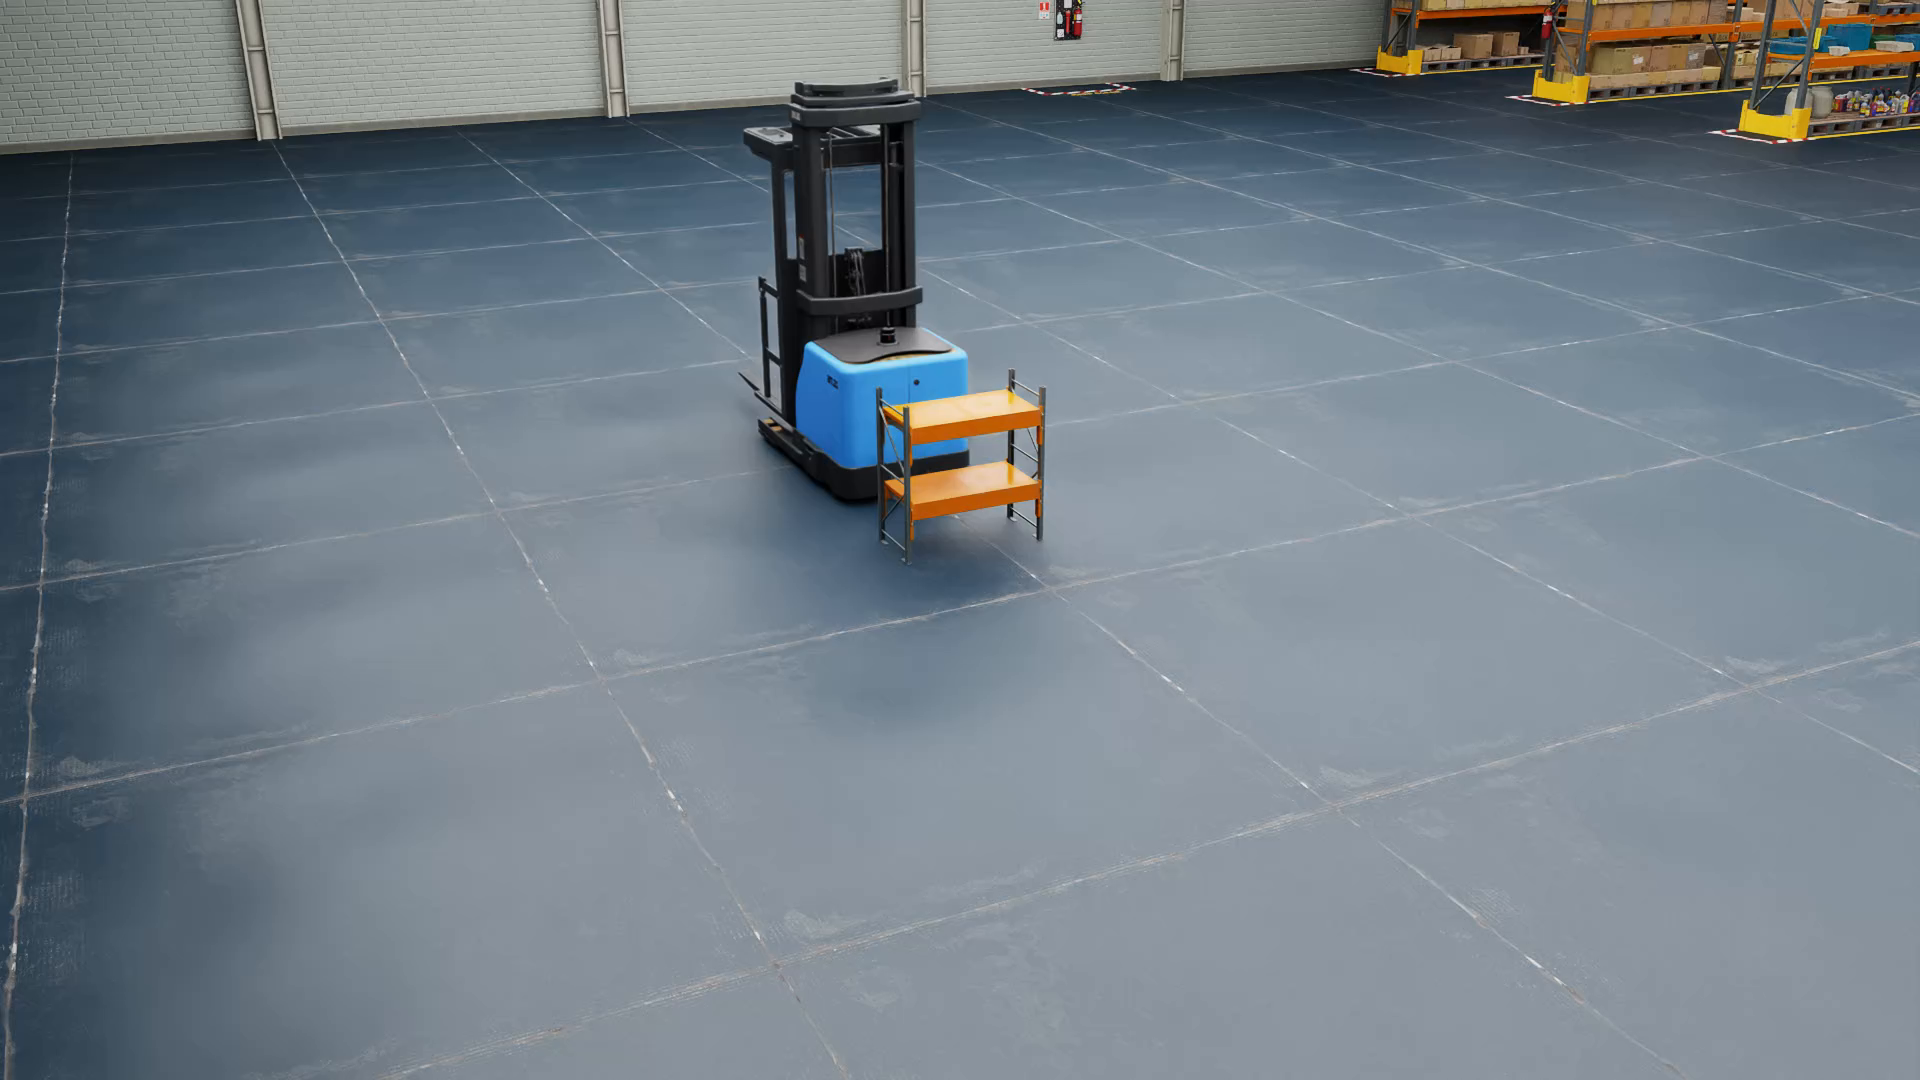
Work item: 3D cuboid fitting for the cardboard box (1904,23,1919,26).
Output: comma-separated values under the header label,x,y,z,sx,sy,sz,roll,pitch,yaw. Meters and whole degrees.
label,x,y,z,sx,sy,sz,roll,pitch,yaw
cardboard box,21.170,-11.288,36.811,0.500,0.250,0.500,-10,25,-24

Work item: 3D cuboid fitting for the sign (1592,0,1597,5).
label,x,y,z,sx,sy,sz,roll,pitch,yaw
sign,12.035,-10.309,31.498,0.005,0.325,0.100,-10,25,-24

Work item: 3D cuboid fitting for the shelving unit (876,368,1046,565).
label,x,y,z,sx,sy,sz,roll,pitch,yaw
shelving unit,0.006,-0.521,11.538,1.048,1.125,0.538,-10,25,-24

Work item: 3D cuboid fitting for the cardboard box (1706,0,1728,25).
label,x,y,z,sx,sy,sz,roll,pitch,yaw
cardboard box,15.007,-10.699,33.544,0.500,0.500,0.700,-11,25,-25

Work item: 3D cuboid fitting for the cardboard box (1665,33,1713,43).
label,x,y,z,sx,sy,sz,roll,pitch,yaw
cardboard box,17.576,-12.376,39.988,0.750,0.750,0.750,-11,25,-24

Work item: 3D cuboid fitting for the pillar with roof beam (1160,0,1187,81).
label,x,y,z,sx,sy,sz,roll,pitch,yaw
pillar with roof beam,6.364,-12.479,30.131,0.400,9.000,9.100,-10,25,-24

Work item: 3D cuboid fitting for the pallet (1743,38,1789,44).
label,x,y,z,sx,sy,sz,roll,pitch,yaw
pallet,19.798,-12.320,41.236,1.213,0.211,1.003,-10,25,-24

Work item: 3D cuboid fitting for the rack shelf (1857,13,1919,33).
label,x,y,z,sx,sy,sz,roll,pitch,yaw
rack shelf,20.810,-11.391,36.288,4.000,0.370,1.077,-10,25,-24

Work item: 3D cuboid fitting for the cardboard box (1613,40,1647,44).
label,x,y,z,sx,sy,sz,roll,pitch,yaw
cardboard box,13.500,-9.780,33.520,0.500,0.500,0.500,-10,25,-24

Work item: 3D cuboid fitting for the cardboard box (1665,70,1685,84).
label,x,y,z,sx,sy,sz,roll,pitch,yaw
cardboard box,14.182,-9.332,33.419,0.500,0.250,0.500,-10,25,-24

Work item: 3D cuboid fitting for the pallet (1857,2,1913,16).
label,x,y,z,sx,sy,sz,roll,pitch,yaw
pallet,19.589,-11.440,35.716,1.003,0.211,1.213,-10,25,-24

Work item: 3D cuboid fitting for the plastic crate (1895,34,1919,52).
label,x,y,z,sx,sy,sz,roll,pitch,yaw
plastic crate,16.669,-8.675,28.980,0.616,0.251,0.499,-10,25,-24

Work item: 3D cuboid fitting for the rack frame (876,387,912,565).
label,x,y,z,sx,sy,sz,roll,pitch,yaw
rack frame,-0.452,-0.437,11.334,0.032,1.125,0.500,-10,25,-24

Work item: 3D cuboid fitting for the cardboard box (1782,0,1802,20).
label,x,y,z,sx,sy,sz,roll,pitch,yaw
cardboard box,17.029,-11.067,34.433,0.500,0.500,0.500,-10,25,-24

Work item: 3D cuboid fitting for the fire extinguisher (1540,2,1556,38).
label,x,y,z,sx,sy,sz,roll,pitch,yaw
fire extinguisher,11.492,-10.170,32.498,0.183,0.674,0.296,-10,25,-24

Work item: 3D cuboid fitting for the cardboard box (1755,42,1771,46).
label,x,y,z,sx,sy,sz,roll,pitch,yaw
cardboard box,17.016,-10.330,35.096,0.500,0.311,0.500,-11,25,-24

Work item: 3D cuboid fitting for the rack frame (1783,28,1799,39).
label,x,y,z,sx,sy,sz,roll,pitch,yaw
rack frame,20.461,-13.762,41.075,0.127,3.000,1.000,-10,25,-24

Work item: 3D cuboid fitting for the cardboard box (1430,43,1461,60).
label,x,y,z,sx,sy,sz,roll,pitch,yaw
cardboard box,10.824,-10.911,37.127,0.500,0.311,0.500,-8,24,-19

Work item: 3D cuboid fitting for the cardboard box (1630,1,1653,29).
label,x,y,z,sx,sy,sz,roll,pitch,yaw
cardboard box,13.147,-10.353,32.709,0.500,0.500,0.700,-10,25,-23

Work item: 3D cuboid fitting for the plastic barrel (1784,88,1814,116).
label,x,y,z,sx,sy,sz,roll,pitch,yaw
plastic barrel,14.505,-7.537,28.741,0.421,0.512,0.421,0,22,0

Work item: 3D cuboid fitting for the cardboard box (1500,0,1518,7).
label,x,y,z,sx,sy,sz,roll,pitch,yaw
cardboard box,12.058,-12.024,37.045,0.500,0.250,0.500,-11,25,-24

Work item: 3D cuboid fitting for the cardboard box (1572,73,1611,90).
label,x,y,z,sx,sy,sz,roll,pitch,yaw
cardboard box,12.379,-9.001,32.619,0.500,0.250,0.500,-10,25,-24

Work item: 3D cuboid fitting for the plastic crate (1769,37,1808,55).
label,x,y,z,sx,sy,sz,roll,pitch,yaw
plastic crate,14.266,-8.475,28.496,0.616,0.251,0.499,-10,25,-24

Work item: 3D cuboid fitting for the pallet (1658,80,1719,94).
label,x,y,z,sx,sy,sz,roll,pitch,yaw
pallet,14.669,-9.323,33.996,1.213,0.211,1.003,-10,25,-24

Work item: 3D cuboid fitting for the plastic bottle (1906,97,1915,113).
label,x,y,z,sx,sy,sz,roll,pitch,yaw
plastic bottle,16.792,-7.690,29.381,0.133,0.283,0.061,-9,24,-20

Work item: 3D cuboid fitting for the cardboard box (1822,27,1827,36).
label,x,y,z,sx,sy,sz,roll,pitch,yaw
cardboard box,21.633,-12.972,41.886,0.500,0.500,0.700,-11,25,-24

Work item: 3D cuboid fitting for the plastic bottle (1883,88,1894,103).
label,x,y,z,sx,sy,sz,roll,pitch,yaw
plastic bottle,16.704,-7.960,29.945,0.185,0.351,0.144,-10,25,-24

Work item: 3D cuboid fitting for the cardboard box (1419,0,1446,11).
label,x,y,z,sx,sy,sz,roll,pitch,yaw
cardboard box,10.225,-11.683,36.222,0.500,0.250,0.500,-11,25,-25

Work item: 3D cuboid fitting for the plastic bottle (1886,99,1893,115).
label,x,y,z,sx,sy,sz,roll,pitch,yaw
plastic bottle,16.295,-7.601,29.181,0.097,0.271,0.097,0,22,0

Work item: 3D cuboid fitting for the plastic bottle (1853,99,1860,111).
label,x,y,z,sx,sy,sz,roll,pitch,yaw
plastic bottle,16.013,-7.773,29.691,0.097,0.201,0.097,0,22,0

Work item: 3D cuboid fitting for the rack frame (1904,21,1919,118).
label,x,y,z,sx,sy,sz,roll,pitch,yaw
rack frame,17.549,-9.021,29.621,0.127,3.000,1.000,-10,25,-24

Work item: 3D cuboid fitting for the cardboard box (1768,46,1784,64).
label,x,y,z,sx,sy,sz,roll,pitch,yaw
cardboard box,16.804,-10.062,34.448,0.500,0.311,0.500,-11,25,-25

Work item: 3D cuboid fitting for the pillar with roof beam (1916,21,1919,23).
label,x,y,z,sx,sy,sz,roll,pitch,yaw
pillar with roof beam,27.990,-16.460,39.748,0.400,9.000,9.100,-10,25,-24

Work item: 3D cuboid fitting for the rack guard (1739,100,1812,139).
label,x,y,z,sx,sy,sz,roll,pitch,yaw
rack guard,13.993,-7.231,28.566,0.348,0.500,1.175,-10,25,-24

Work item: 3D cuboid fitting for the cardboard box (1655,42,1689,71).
label,x,y,z,sx,sy,sz,roll,pitch,yaw
cardboard box,14.176,-9.683,33.287,0.500,0.500,0.500,-10,25,-24

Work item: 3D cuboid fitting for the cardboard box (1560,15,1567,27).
label,x,y,z,sx,sy,sz,roll,pitch,yaw
cardboard box,14.304,-12.032,38.608,0.500,0.250,0.500,-11,25,-25

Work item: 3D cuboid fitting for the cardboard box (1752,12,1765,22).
label,x,y,z,sx,sy,sz,roll,pitch,yaw
cardboard box,16.291,-10.689,33.979,0.250,0.149,0.380,-10,25,-24

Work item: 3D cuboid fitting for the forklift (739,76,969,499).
label,x,y,z,sx,sy,sz,roll,pitch,yaw
forklift,-1.017,-2.185,13.195,1.130,2.935,3.031,-10,25,-23

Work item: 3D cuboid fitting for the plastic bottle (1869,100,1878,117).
label,x,y,z,sx,sy,sz,roll,pitch,yaw
plastic bottle,15.925,-7.530,28.996,0.133,0.283,0.061,-10,25,-23

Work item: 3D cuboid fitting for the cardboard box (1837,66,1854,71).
label,x,y,z,sx,sy,sz,roll,pitch,yaw
cardboard box,18.640,-10.144,35.381,0.500,0.250,0.500,-10,24,-22

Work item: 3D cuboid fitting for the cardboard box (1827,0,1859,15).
label,x,y,z,sx,sy,sz,roll,pitch,yaw
cardboard box,18.662,-11.306,35.257,0.500,0.311,0.500,-9,24,-20

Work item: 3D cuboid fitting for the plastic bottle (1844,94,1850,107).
label,x,y,z,sx,sy,sz,roll,pitch,yaw
plastic bottle,15.773,-7.813,29.690,0.135,0.276,0.152,-11,25,-25

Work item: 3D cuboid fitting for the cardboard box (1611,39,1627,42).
label,x,y,z,sx,sy,sz,roll,pitch,yaw
cardboard box,15.280,-11.872,39.202,0.500,0.500,0.700,-11,25,-24

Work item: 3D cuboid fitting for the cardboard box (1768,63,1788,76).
label,x,y,z,sx,sy,sz,roll,pitch,yaw
cardboard box,16.802,-9.805,34.561,0.500,0.250,0.500,-11,25,-25

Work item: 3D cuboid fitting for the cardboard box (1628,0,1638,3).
label,x,y,z,sx,sy,sz,roll,pitch,yaw
cardboard box,12.937,-10.529,32.284,0.250,0.149,0.380,-11,25,-24

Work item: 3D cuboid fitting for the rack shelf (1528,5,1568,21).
label,x,y,z,sx,sy,sz,roll,pitch,yaw
rack shelf,15.054,-12.435,38.808,4.000,0.370,1.077,-10,25,-24

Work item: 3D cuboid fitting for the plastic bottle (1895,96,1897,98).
label,x,y,z,sx,sy,sz,roll,pitch,yaw
plastic bottle,16.562,-7.709,29.427,0.133,0.283,0.061,-10,25,-24

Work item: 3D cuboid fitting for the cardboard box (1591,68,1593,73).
label,x,y,z,sx,sy,sz,roll,pitch,yaw
cardboard box,12.600,-9.267,33.260,0.500,0.250,0.500,-10,25,-24

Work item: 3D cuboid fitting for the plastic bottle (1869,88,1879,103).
label,x,y,z,sx,sy,sz,roll,pitch,yaw
plastic bottle,16.472,-7.978,29.990,0.185,0.351,0.144,-12,25,-26

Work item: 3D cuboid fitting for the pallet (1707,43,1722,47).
label,x,y,z,sx,sy,sz,roll,pitch,yaw
pallet,17.600,-11.915,40.258,1.213,0.211,1.003,-10,25,-24

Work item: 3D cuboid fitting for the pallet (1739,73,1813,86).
label,x,y,z,sx,sy,sz,roll,pitch,yaw
pallet,17.152,-9.780,35.100,1.213,0.211,1.003,-10,25,-24
